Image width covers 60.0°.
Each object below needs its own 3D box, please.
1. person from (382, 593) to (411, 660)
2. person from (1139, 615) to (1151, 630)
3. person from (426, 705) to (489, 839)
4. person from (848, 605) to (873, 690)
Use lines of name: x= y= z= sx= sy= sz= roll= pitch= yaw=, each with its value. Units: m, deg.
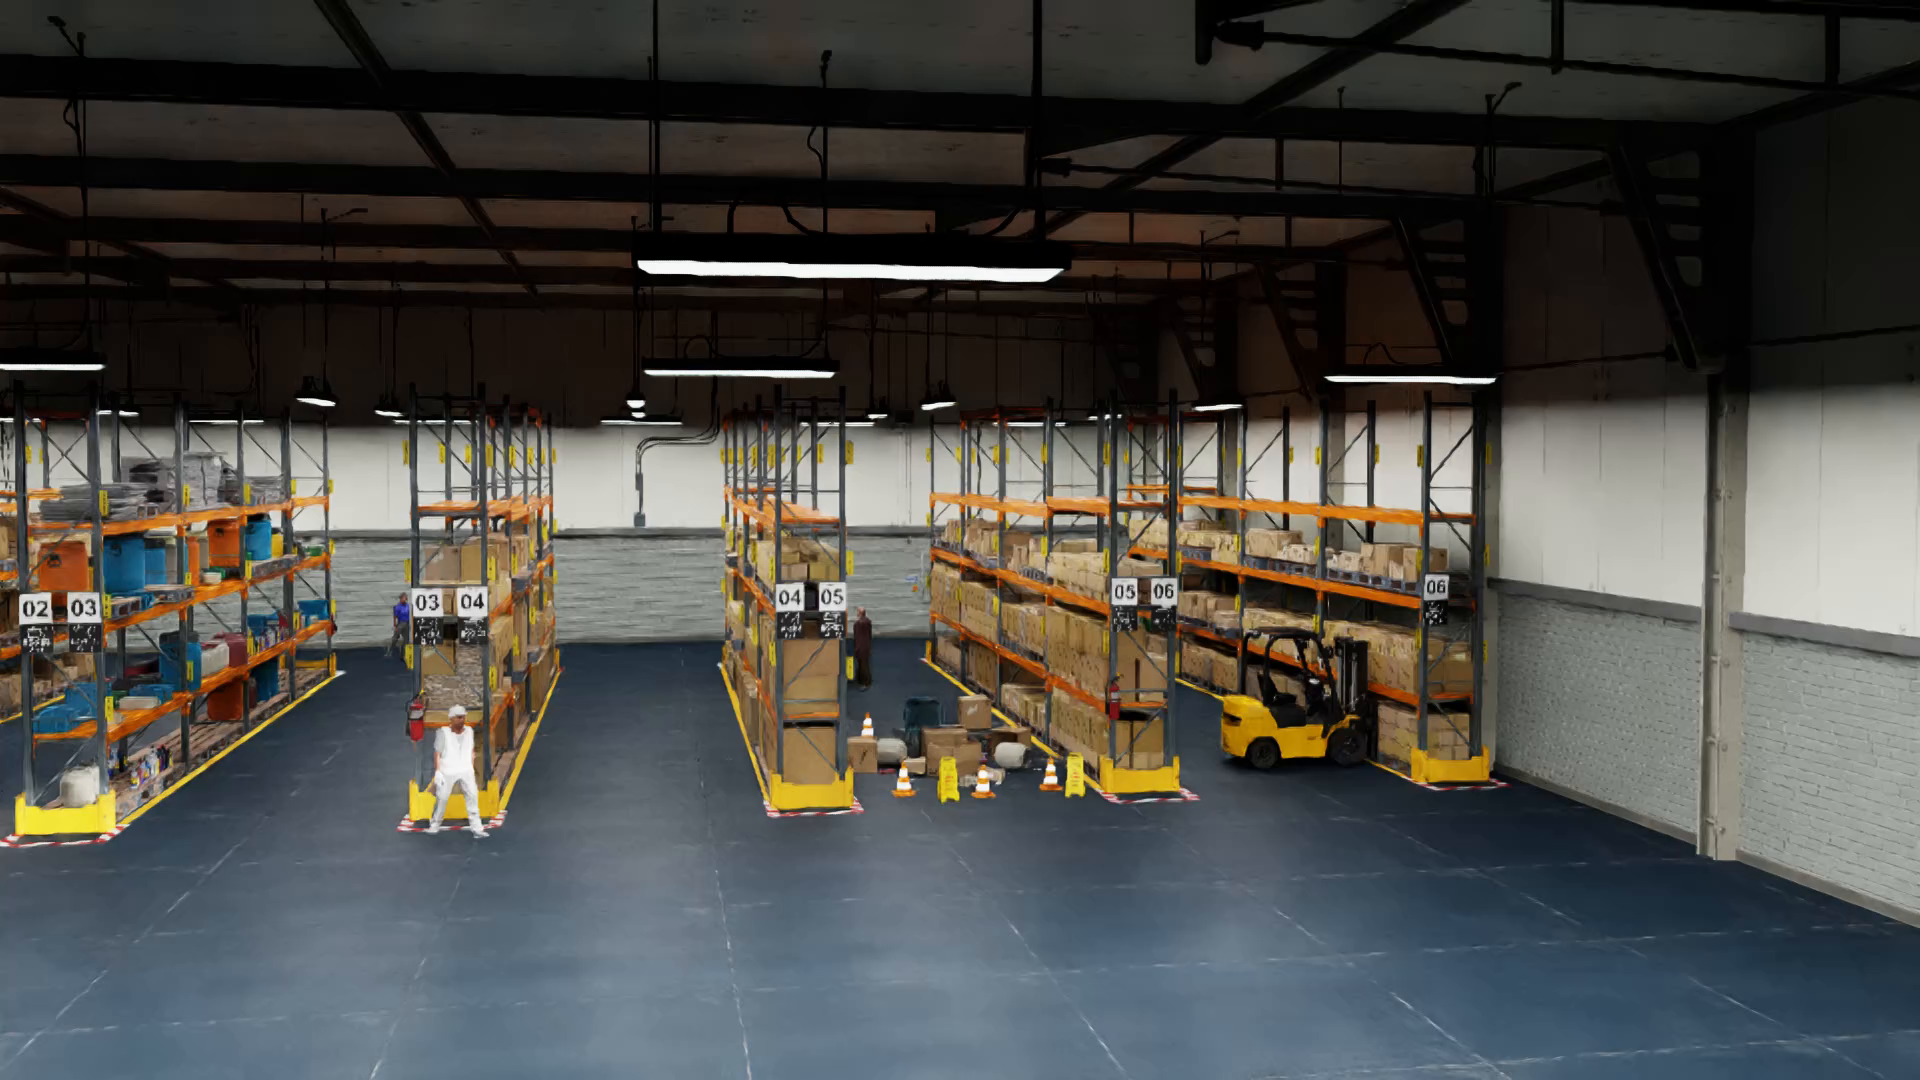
person: x=-13.777 y=2.123 z=40.669 sx=0.493 sy=1.651 sz=0.652 roll=2 pitch=4 yaw=36
person: x=4.843 y=1.942 z=42.613 sx=0.374 sy=1.783 sz=0.626 roll=-3 pitch=4 yaw=-42
person: x=-6.599 y=3.025 z=21.724 sx=0.598 sy=1.756 sz=0.946 roll=-2 pitch=4 yaw=-36
person: x=-2.138 y=2.289 z=35.657 sx=0.637 sy=1.775 sz=0.675 roll=1 pitch=3 yaw=17
